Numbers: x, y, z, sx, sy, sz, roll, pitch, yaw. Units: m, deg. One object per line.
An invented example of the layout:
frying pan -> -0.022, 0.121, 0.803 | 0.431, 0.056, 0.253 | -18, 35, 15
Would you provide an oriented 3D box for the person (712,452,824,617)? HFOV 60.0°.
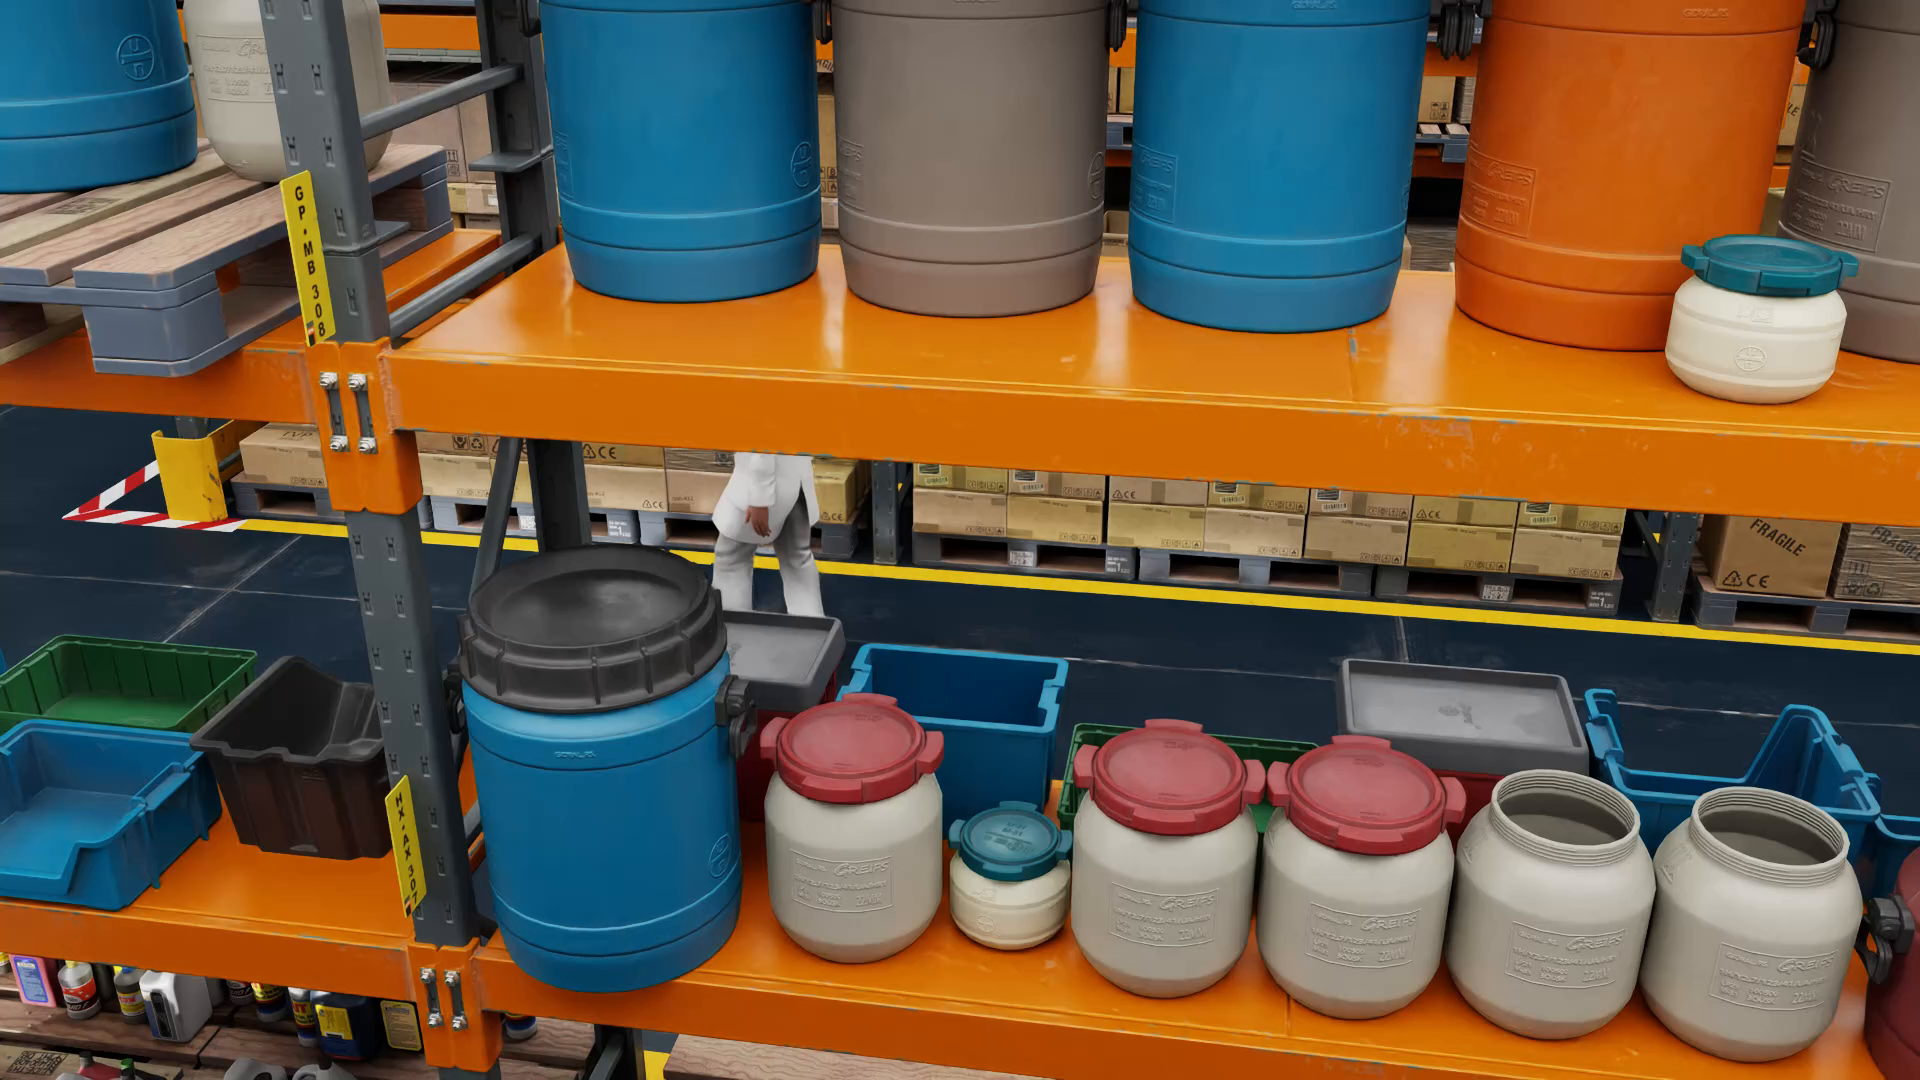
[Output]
person -> -0.964, -0.278, 7.718 | 0.683, 1.789, 0.611 | 11, 27, 23
